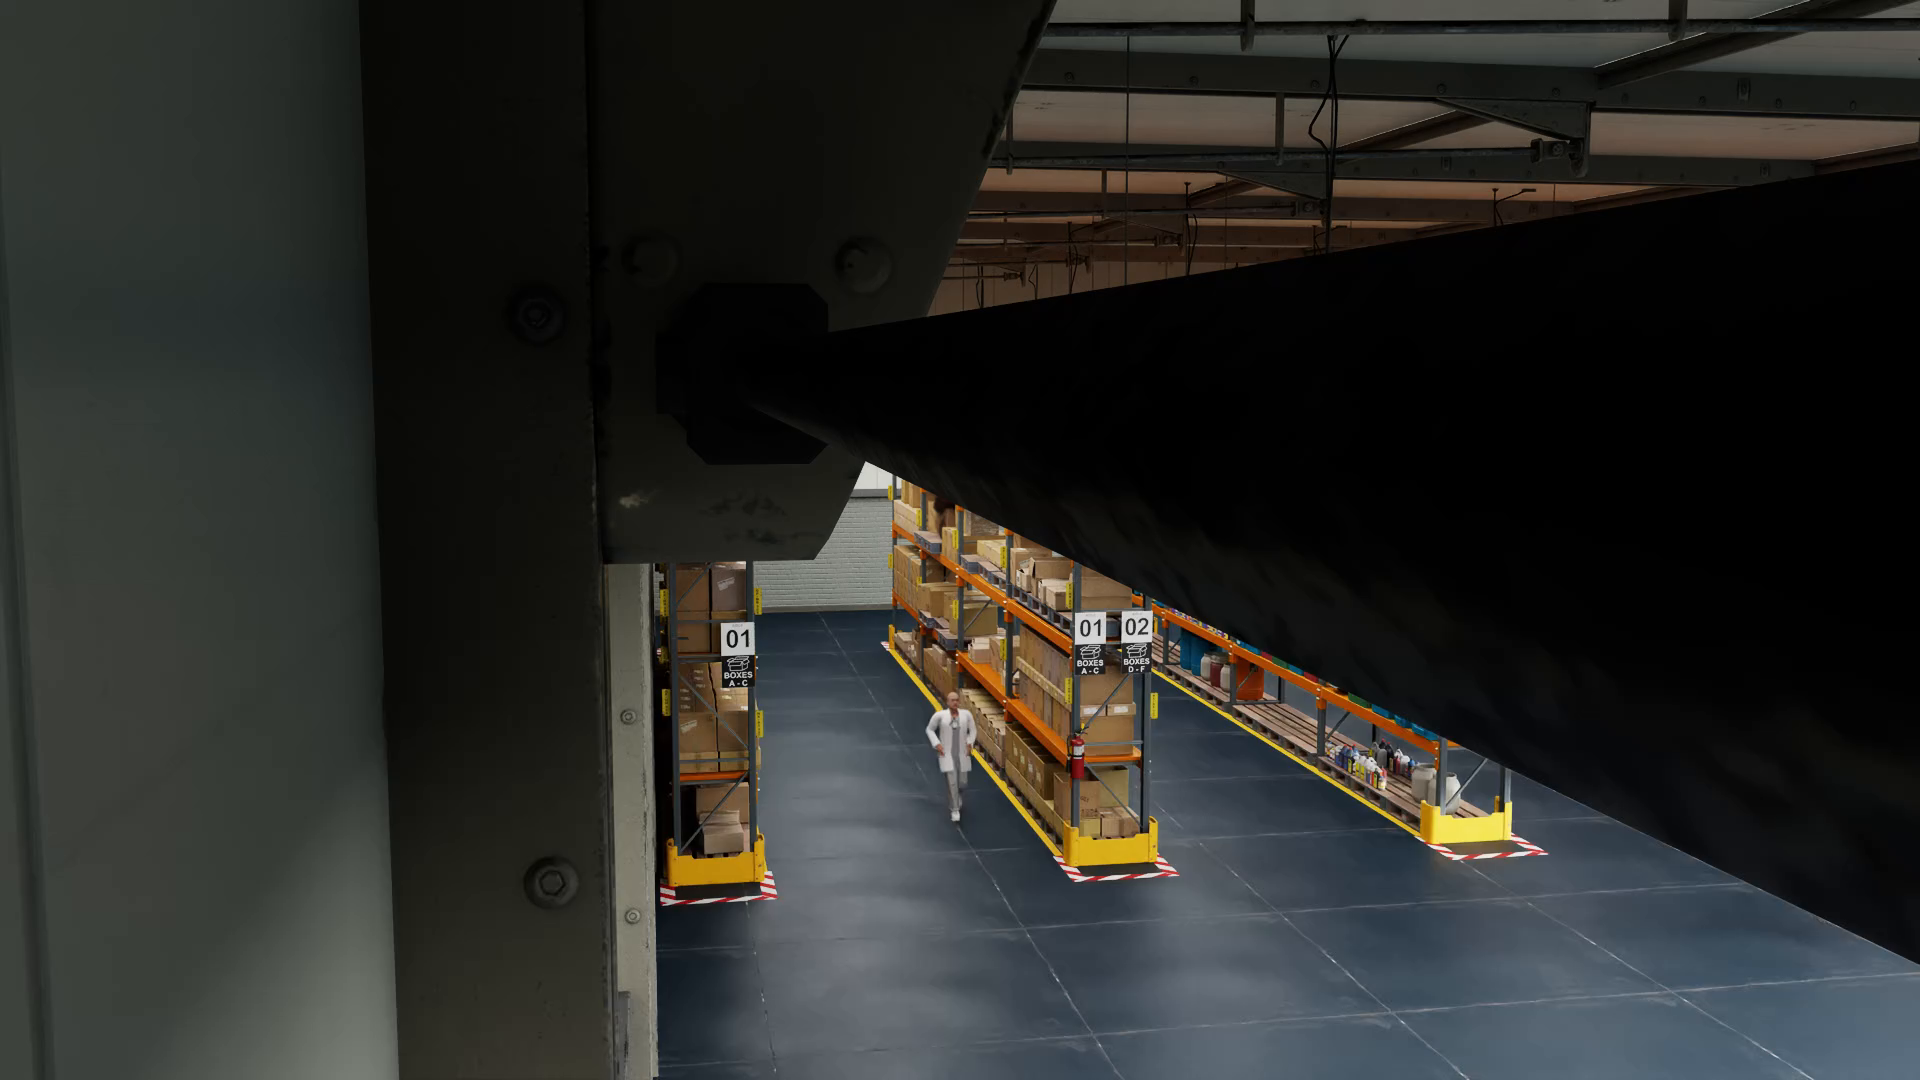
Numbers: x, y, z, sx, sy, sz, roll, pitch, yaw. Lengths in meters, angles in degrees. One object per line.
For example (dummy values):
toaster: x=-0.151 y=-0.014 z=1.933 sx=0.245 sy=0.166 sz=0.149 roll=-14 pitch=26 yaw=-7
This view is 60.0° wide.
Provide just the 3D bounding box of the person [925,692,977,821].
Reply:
person: x=-0.114 y=2.972 z=23.097 sx=0.721 sy=1.750 sz=0.718 roll=-1 pitch=6 yaw=-12
